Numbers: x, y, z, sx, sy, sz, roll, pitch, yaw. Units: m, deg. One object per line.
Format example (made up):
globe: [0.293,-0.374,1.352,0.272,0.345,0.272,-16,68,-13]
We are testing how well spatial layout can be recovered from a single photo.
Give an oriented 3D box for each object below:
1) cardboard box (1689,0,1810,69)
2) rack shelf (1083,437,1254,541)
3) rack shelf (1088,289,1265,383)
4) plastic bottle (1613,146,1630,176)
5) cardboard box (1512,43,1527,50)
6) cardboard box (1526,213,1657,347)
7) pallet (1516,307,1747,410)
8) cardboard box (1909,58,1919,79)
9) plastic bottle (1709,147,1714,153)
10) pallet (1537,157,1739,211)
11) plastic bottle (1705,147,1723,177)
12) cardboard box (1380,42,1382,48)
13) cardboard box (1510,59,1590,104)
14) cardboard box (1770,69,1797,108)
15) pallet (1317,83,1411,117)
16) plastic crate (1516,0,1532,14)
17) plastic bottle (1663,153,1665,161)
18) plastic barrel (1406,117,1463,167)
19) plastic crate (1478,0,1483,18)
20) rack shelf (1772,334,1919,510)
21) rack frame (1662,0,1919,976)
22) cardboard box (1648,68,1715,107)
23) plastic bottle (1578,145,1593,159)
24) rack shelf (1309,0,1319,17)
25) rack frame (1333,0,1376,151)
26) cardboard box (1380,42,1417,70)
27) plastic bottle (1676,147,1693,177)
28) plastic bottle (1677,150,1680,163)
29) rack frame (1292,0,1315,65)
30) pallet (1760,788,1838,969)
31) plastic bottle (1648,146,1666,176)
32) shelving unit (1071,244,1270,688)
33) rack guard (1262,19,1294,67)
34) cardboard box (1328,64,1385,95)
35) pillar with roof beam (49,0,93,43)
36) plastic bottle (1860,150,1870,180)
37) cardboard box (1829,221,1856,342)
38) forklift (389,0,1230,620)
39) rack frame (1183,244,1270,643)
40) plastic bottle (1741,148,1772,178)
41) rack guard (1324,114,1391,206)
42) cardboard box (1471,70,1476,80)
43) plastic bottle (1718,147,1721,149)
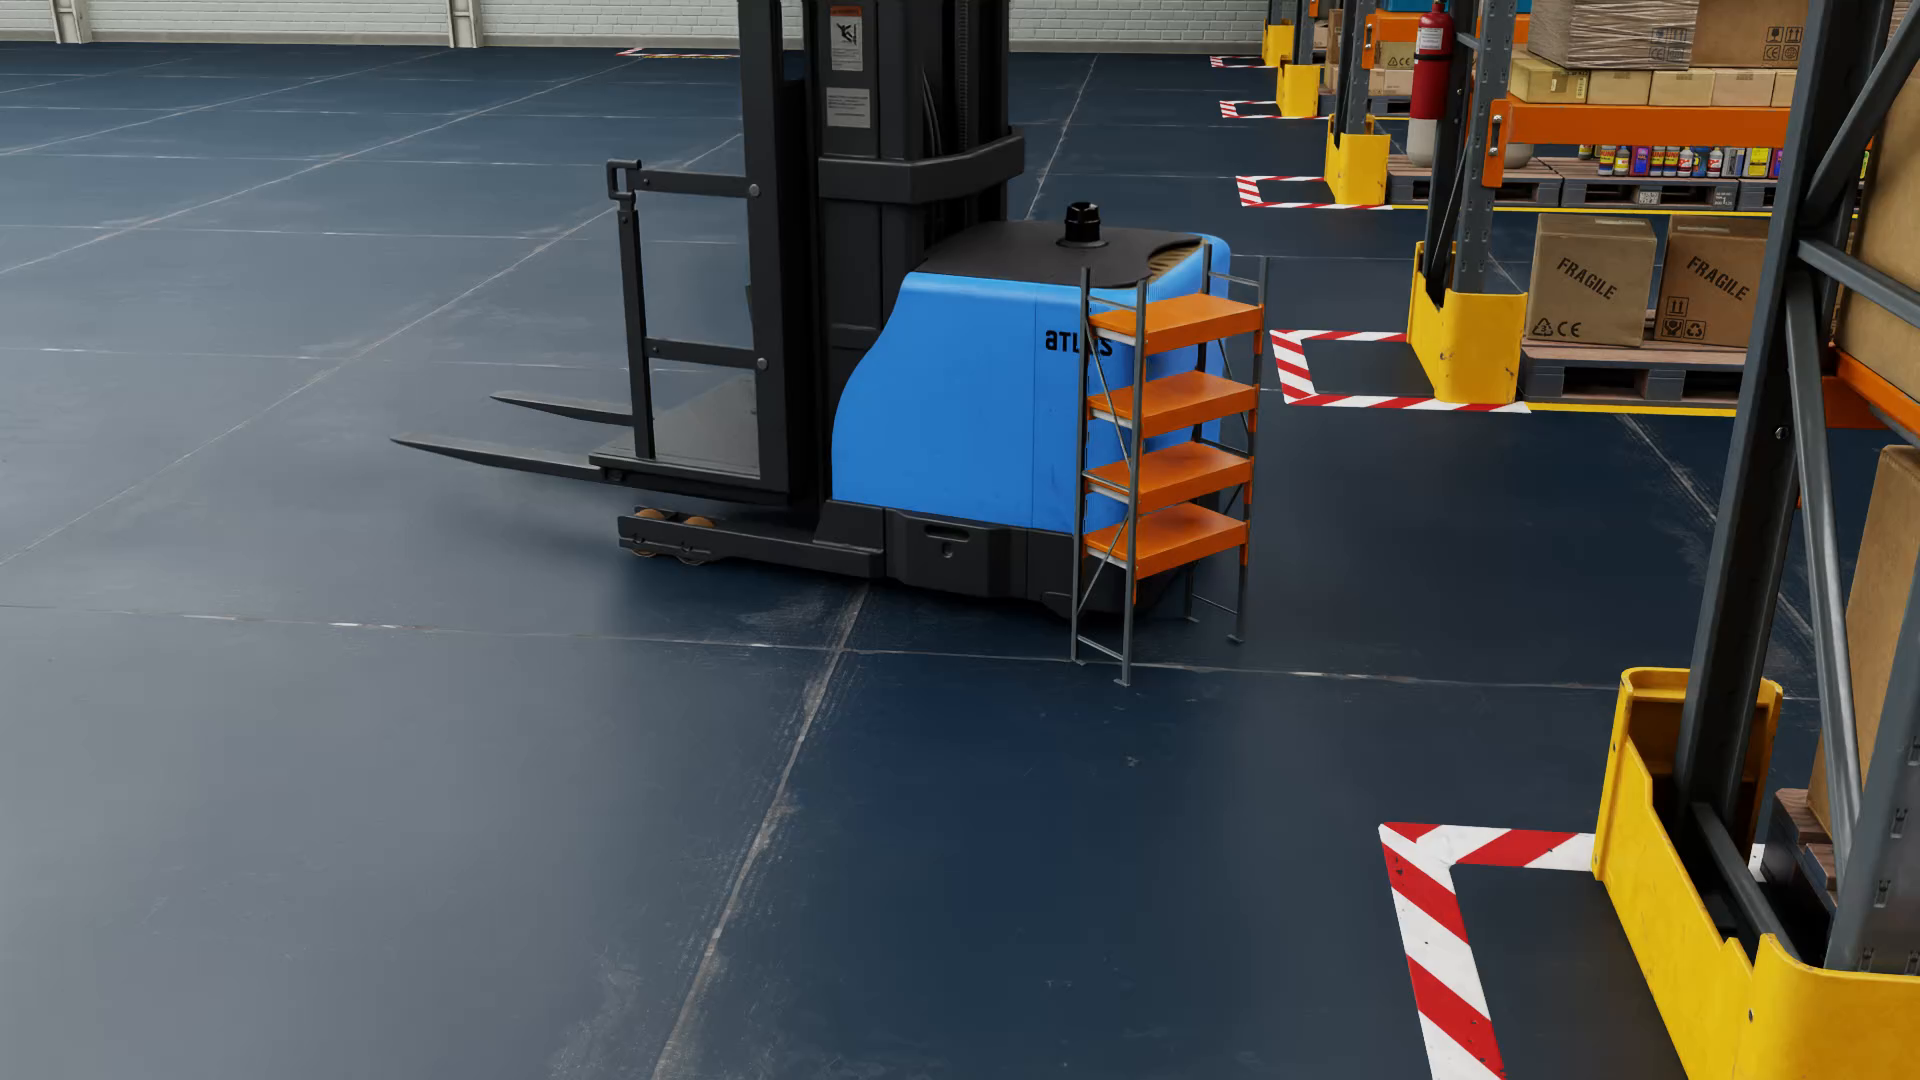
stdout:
cardboard box: [3.378,-2.397,7.382,0.500,0.500,0.875,2,22,6]
rack shelf: [0.605,-0.157,4.887,0.480,0.148,0.258,-17,27,-36]
rack shelf: [0.605,-0.585,4.718,0.480,0.148,0.258,-17,27,-36]
plastic bottle: [4.774,-2.739,11.995,0.097,0.201,0.097,0,22,0]
cardboard box: [5.489,-4.935,16.492,0.500,0.500,0.500,2,22,6]
cardboard box: [2.942,-1.223,7.783,0.500,0.500,0.500,7,23,16]
pallet: [3.202,-0.875,7.867,1.213,0.211,1.003,2,22,6]
cardboard box: [2.004,-0.959,2.612,0.550,0.550,0.875,2,22,6]
plastic bottle: [5.661,-2.978,12.599,0.097,0.201,0.097,0,22,0]
pallet: [5.002,-2.658,12.377,1.213,0.211,1.003,2,22,6]
plastic bottle: [5.413,-2.711,11.924,0.097,0.201,0.097,0,22,0]
cardboard box: [5.316,-6.516,21.400,0.500,0.311,0.500,4,22,11]
cardboard box: [2.579,-2.007,7.279,0.250,0.149,0.380,2,22,6]
cardboard box: [3.570,-1.957,7.151,0.250,0.149,0.380,2,22,6]
pallet: [4.258,-4.526,17.100,1.213,0.211,1.003,2,22,6]
plastic crate: [4.083,-4.020,12.231,0.408,0.251,0.499,2,22,6]
plastic bottle: [5.332,-3.053,12.586,0.185,0.351,0.144,3,22,9]
plastic barrel: [3.570,-3.070,12.437,0.421,0.512,0.421,0,22,0]
plastic crate: [3.758,-3.753,11.712,0.250,0.136,0.298,2,22,6]
rack shelf: [3.626,0.004,2.828,4.000,0.370,1.077,2,22,6]
rack frame: [1.640,-0.417,2.915,0.127,3.000,1.000,2,22,6]
cardboard box: [3.072,-1.973,7.193,0.250,0.149,0.380,2,22,6]
plastic bottle: [4.782,-3.016,12.696,0.097,0.201,0.097,0,22,0]
rack shelf: [5.480,-5.419,16.546,4.000,0.370,1.077,2,22,6]
rack frame: [2.907,-4.032,12.058,0.127,3.000,1.000,2,22,6]
cardboard box: [4.497,-4.980,16.606,0.500,0.500,0.500,2,22,6]
plastic bottle: [5.209,-2.720,11.947,0.097,0.201,0.097,0,22,0]
plastic bottle: [5.361,-2.937,12.497,0.097,0.201,0.097,0,22,0]
rack frame: [3.494,-5.840,16.632,0.127,3.000,1.000,2,22,6]
pallet: [2.443,0.886,3.412,1.213,0.211,1.003,2,22,6]
plastic bottle: [5.011,-2.761,11.955,0.097,0.271,0.097,0,22,0]
shelving unit: [0.605,-0.219,4.862,0.503,1.200,0.258,-17,27,-36]
rack guard: [4.148,-6.483,21.659,0.348,0.500,1.175,2,22,6]
cardboard box: [4.000,-4.652,16.797,0.500,0.250,0.500,2,22,6]
pillar with roof beam: [-13.512,-9.932,18.821,0.400,9.000,9.100,2,22,6]
plastic bottle: [6.363,-2.701,11.787,0.133,0.283,0.061,4,22,9]
cardboard box: [4.159,-1.176,7.663,0.500,0.500,0.500,5,22,11]
forklift: [-0.641,-1.443,5.604,3.031,2.935,1.130,9,23,21]
rack frame: [0.795,-0.276,5.005,0.015,1.200,0.240,-17,27,-36]
plastic bottle: [5.694,-2.777,11.887,0.185,0.351,0.144,2,22,6]
rack guard: [2.988,-2.883,12.553,0.348,0.500,1.175,2,22,6]
cardboard box: [4.993,-4.610,16.690,0.500,0.250,0.500,2,22,6]
plastic bottle: [5.545,-2.793,12.020,0.133,0.283,0.061,2,22,6]
